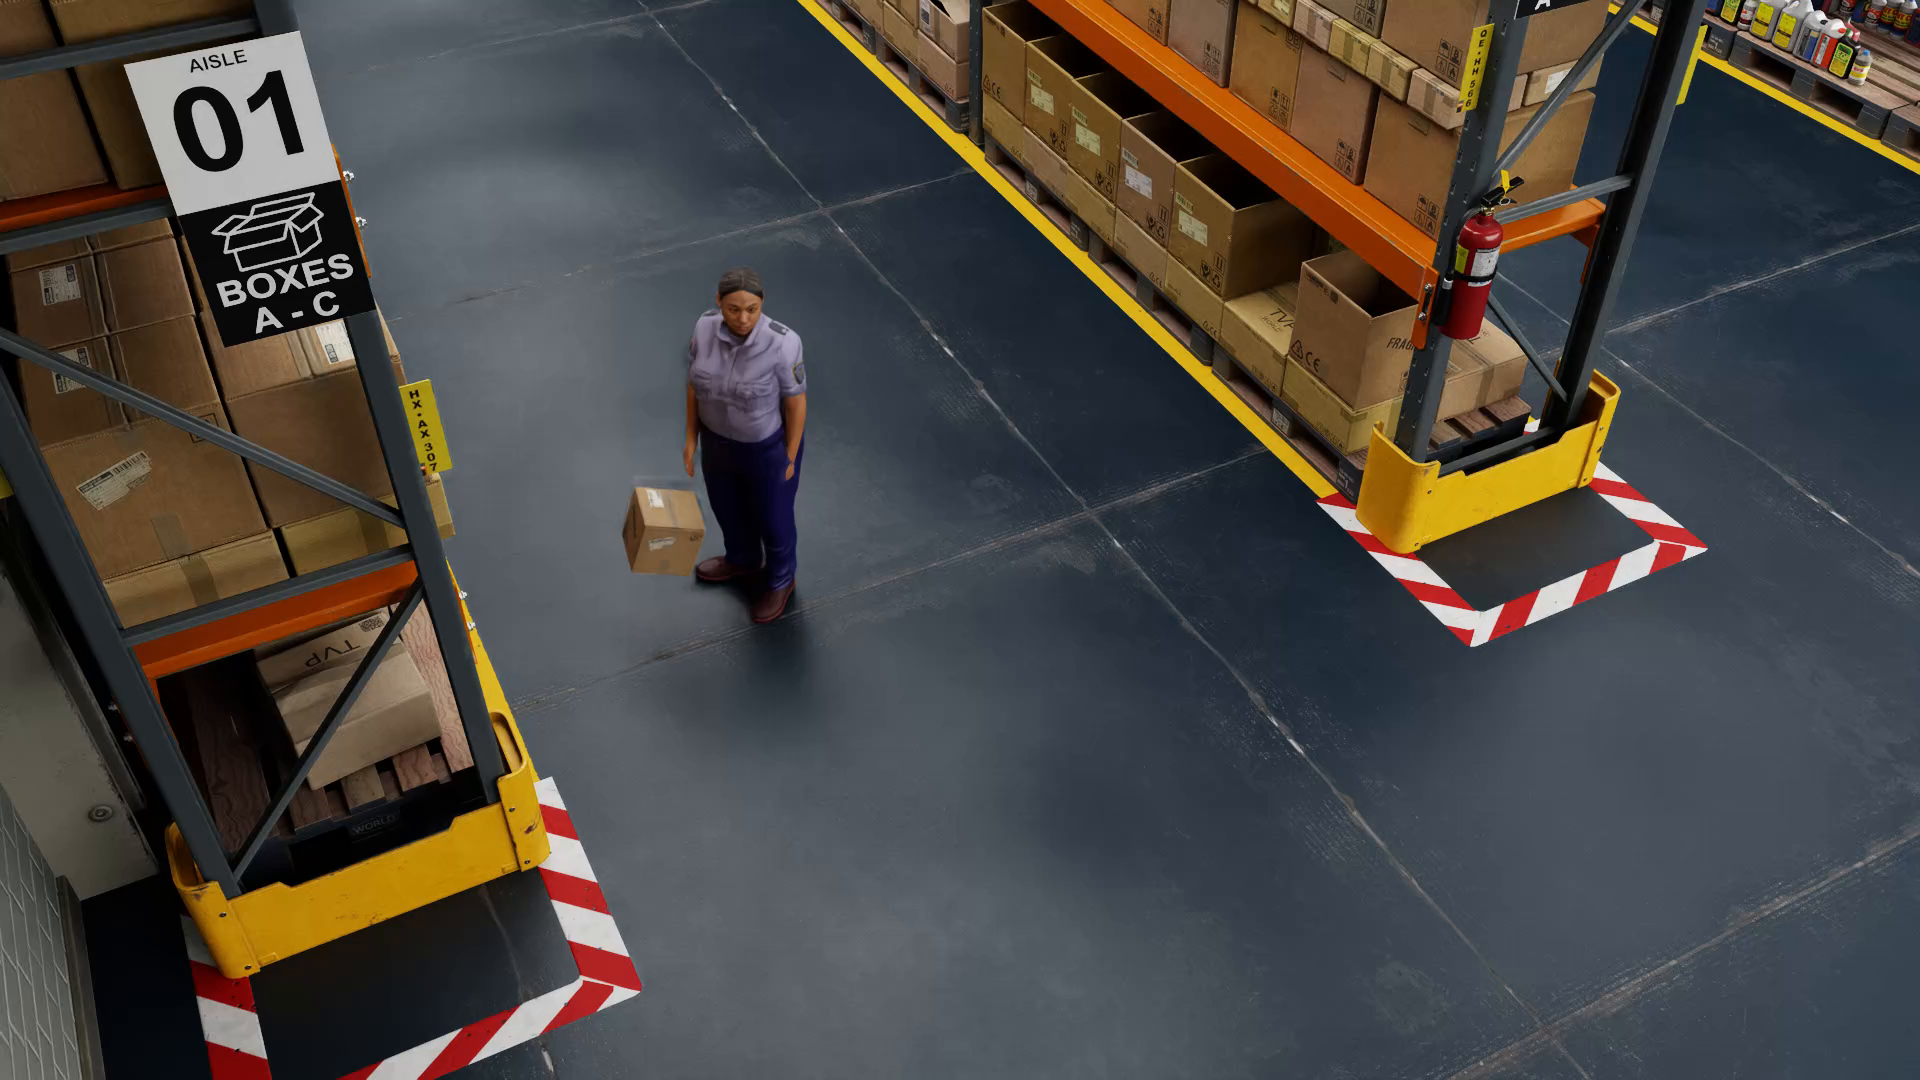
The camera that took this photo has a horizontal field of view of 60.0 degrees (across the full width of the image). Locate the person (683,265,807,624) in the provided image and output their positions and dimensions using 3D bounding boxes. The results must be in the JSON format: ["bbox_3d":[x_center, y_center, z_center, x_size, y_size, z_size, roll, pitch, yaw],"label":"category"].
[{"bbox_3d":[-0.879,-0.378,6.577,0.613,1.656,0.369,19,45,20],"label":"person"}]
